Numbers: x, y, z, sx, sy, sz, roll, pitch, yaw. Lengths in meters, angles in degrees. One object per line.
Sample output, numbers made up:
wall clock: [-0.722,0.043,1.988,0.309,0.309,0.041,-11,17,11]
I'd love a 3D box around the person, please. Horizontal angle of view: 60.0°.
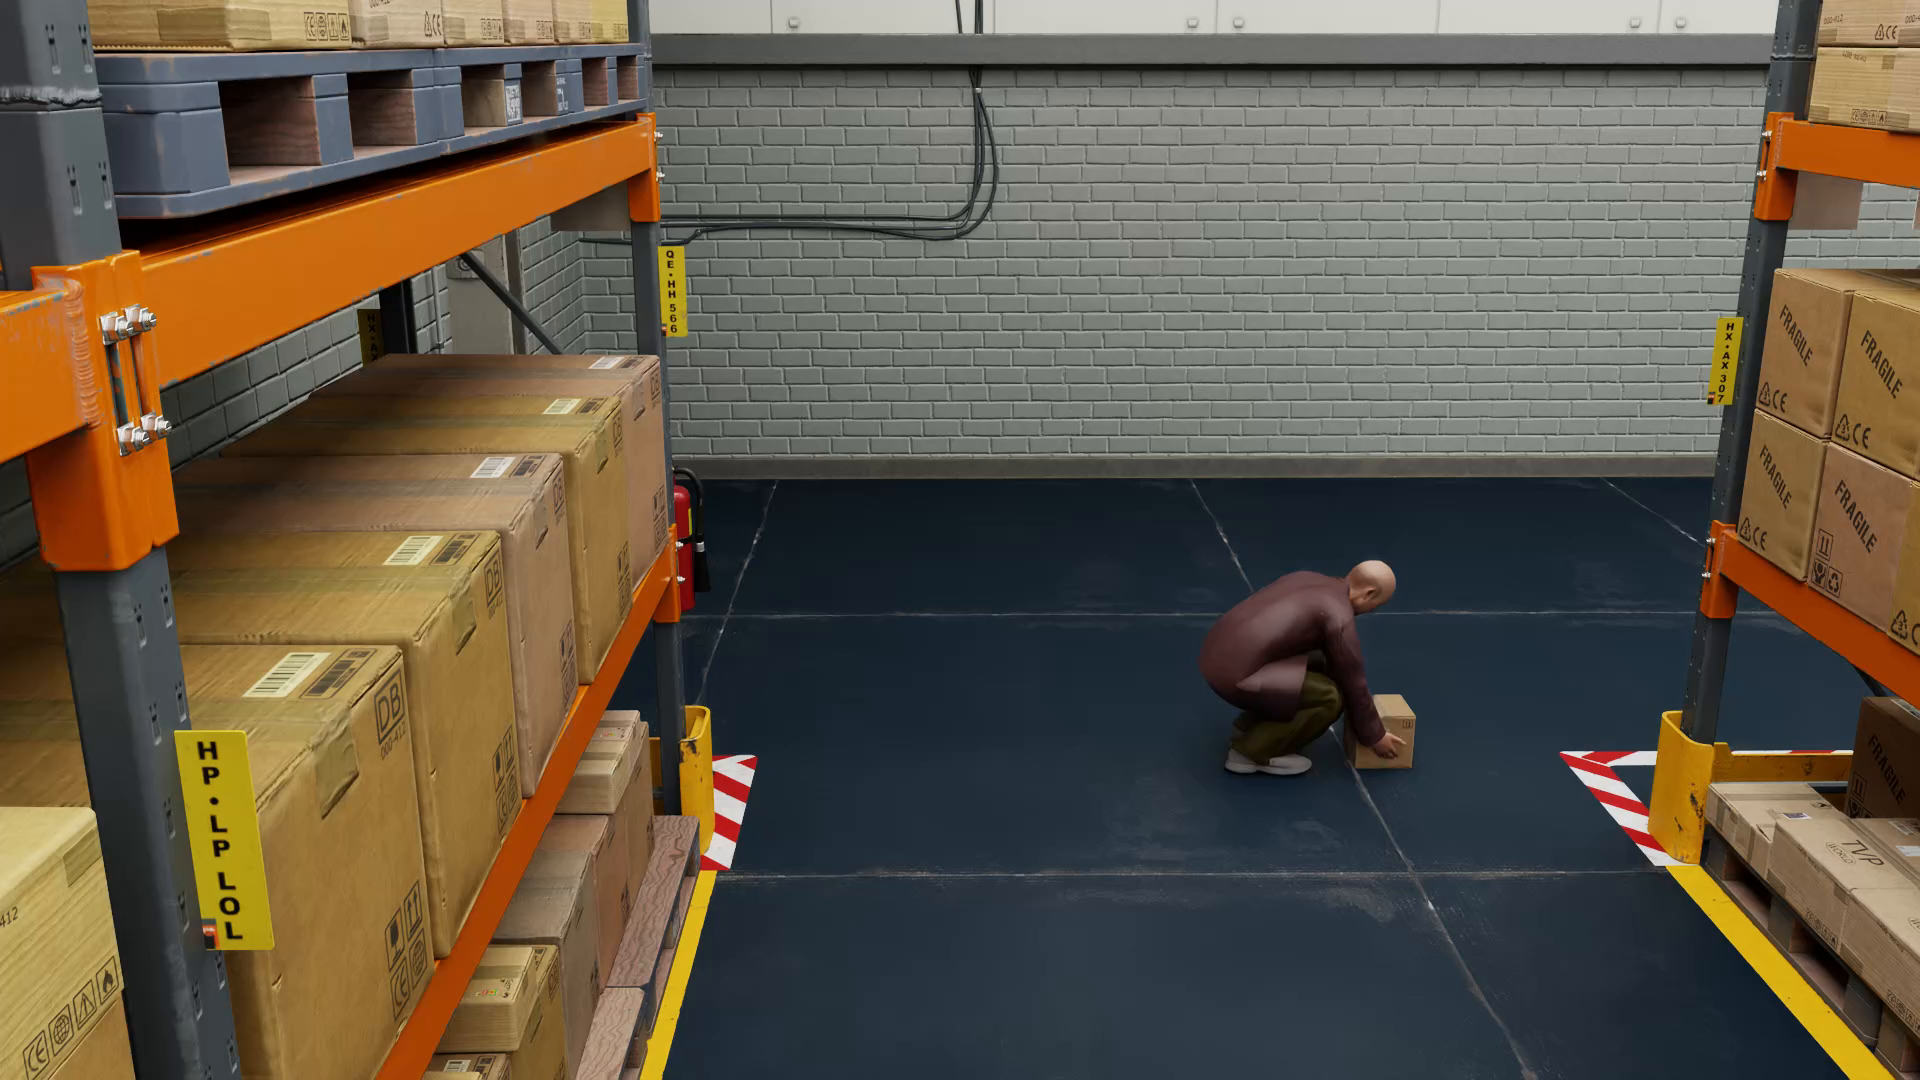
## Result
person: [1.489,0.539,7.298,0.906,0.906,0.606,0,17,-1]
